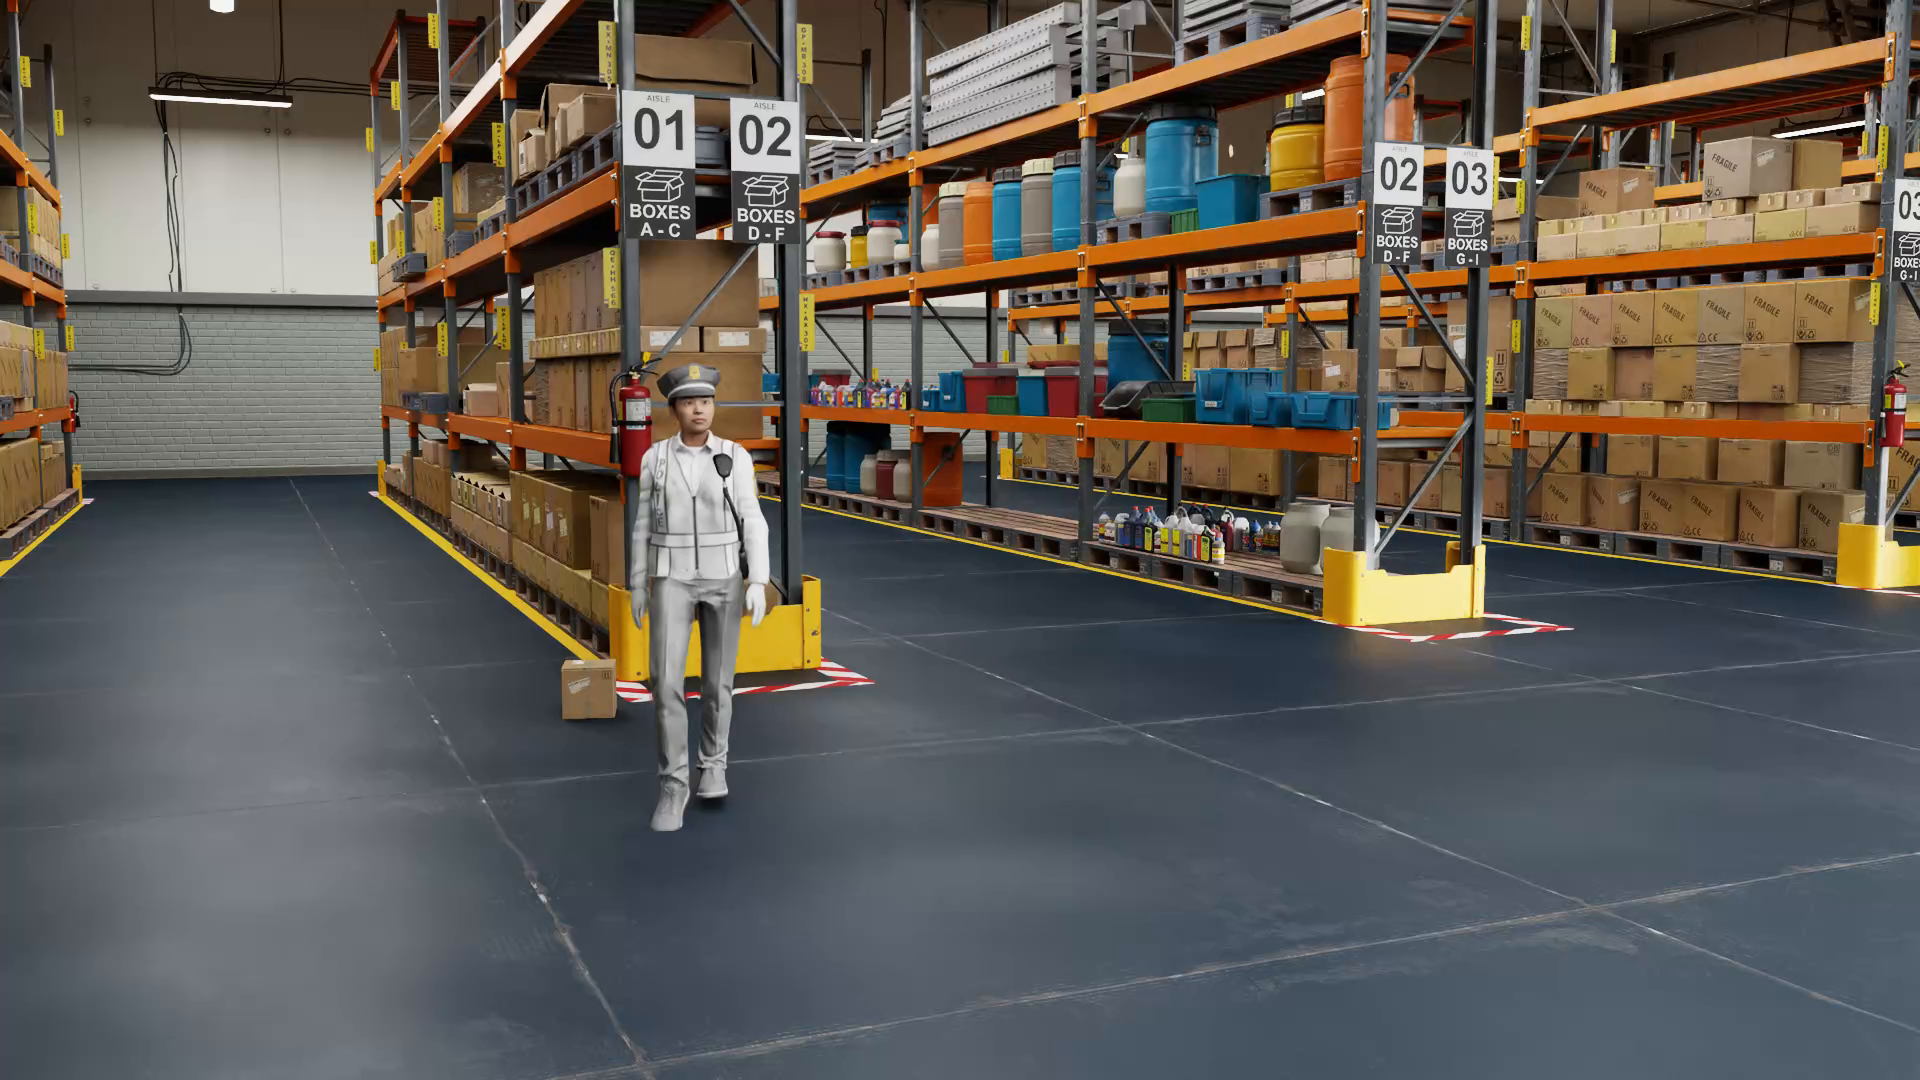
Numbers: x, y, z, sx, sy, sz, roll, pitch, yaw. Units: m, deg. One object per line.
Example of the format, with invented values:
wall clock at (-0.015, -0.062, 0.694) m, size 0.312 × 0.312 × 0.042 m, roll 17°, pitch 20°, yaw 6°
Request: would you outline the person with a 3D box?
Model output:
person at (-0.983, 0.210, 6.300) m, size 0.523 × 1.754 × 0.588 m, roll -1°, pitch 6°, yaw -10°
